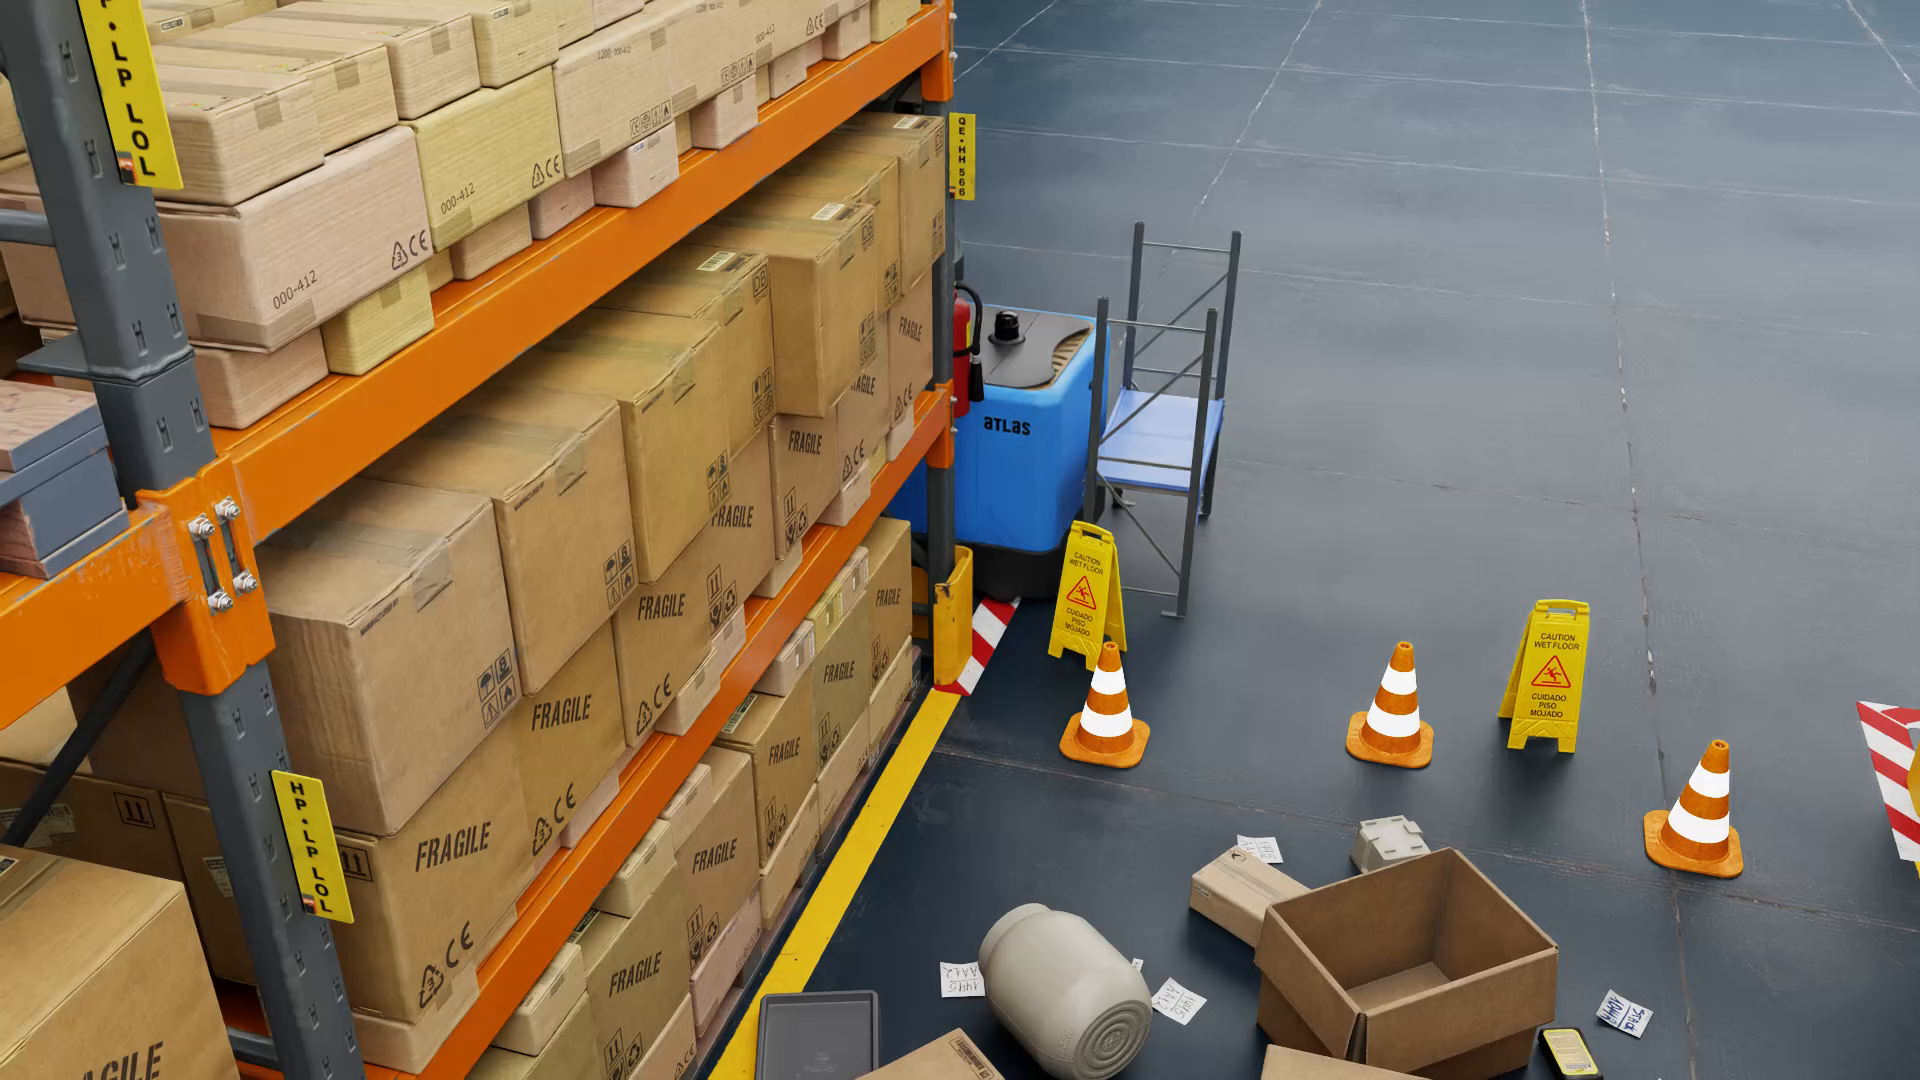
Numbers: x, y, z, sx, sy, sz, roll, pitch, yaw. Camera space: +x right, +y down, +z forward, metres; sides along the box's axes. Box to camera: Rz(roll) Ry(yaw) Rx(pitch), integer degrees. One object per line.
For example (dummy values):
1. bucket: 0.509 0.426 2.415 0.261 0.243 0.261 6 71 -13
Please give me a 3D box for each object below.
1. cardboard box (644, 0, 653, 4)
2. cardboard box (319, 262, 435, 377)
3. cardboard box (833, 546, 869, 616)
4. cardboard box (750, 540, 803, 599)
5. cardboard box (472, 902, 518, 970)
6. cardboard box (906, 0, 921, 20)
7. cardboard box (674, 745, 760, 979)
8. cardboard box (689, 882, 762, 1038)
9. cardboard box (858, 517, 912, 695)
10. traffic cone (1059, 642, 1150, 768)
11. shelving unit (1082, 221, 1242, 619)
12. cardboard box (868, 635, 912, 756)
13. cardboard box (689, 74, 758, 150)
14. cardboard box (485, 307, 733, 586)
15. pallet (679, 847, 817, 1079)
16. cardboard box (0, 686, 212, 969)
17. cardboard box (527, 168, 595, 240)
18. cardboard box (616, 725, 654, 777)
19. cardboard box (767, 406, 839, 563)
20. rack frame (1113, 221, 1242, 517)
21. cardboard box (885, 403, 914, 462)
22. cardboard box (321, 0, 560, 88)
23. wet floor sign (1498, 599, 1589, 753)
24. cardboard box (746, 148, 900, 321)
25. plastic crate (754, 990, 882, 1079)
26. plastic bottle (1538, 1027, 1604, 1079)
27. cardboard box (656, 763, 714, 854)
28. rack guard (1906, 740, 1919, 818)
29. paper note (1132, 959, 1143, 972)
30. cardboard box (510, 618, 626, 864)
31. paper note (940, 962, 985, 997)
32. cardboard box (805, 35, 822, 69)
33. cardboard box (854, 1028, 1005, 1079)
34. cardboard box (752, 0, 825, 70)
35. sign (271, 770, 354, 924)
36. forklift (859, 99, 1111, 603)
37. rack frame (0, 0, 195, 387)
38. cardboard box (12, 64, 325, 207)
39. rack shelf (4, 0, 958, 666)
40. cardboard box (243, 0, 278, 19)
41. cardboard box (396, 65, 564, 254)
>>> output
1. cardboard box: -0.908 -1.402 4.038 0.380 0.149 0.250 9 30 16
2. cardboard box: -1.231 -0.443 3.134 0.380 0.149 0.250 9 30 15
3. cardboard box: -0.545 0.119 5.908 0.380 0.149 0.250 9 30 16
4. cardboard box: -0.730 0.041 5.349 0.380 0.149 0.250 8 30 14
5. cardboard box: -1.267 0.866 3.867 0.380 0.149 0.250 9 30 16
6. cardboard box: -0.353 -1.873 5.704 0.380 0.149 0.250 9 30 15
7. cardboard box: -0.959 0.945 5.091 0.500 0.500 0.500 10 31 17
8. cardboard box: -0.960 1.267 5.283 0.500 0.250 0.500 8 30 14
9. cardboard box: -0.502 0.222 6.390 0.500 0.500 0.500 9 30 15
10. traffic cone: 0.591 0.615 6.669 0.336 0.463 0.334 8 30 15
11. shelving unit: 0.930 -0.573 7.726 0.538 1.500 1.048 8 30 11
12. cardboard box: -0.503 0.566 6.544 0.500 0.250 0.500 8 30 15
13. cardboard box: -0.762 -1.153 4.410 0.380 0.149 0.250 8 30 14
14. cardboard box: -1.010 -0.267 4.206 0.700 0.500 0.500 8 30 14
15. pallet: -1.171 1.314 5.671 1.003 0.211 1.213 8 30 15
16. cardboard box: -1.797 0.566 3.739 0.500 0.500 0.500 8 30 14
17. cardboard box: -1.066 -0.808 3.789 0.380 0.149 0.250 8 30 13
18. cardboard box: -1.063 0.500 4.525 0.380 0.149 0.250 8 30 15
19. cardboard box: -0.714 -0.296 5.287 0.500 0.500 0.500 8 30 15
20. rack frame: 1.052 -0.813 8.157 0.500 1.500 0.032 8 30 11
21. cardboard box: -0.390 -0.430 6.196 0.380 0.149 0.250 8 30 14
22. cardboard box: -1.048 -1.033 3.374 0.380 0.149 0.250 8 30 14
23. wet floor sign: 2.361 0.515 6.661 0.267 0.644 0.232 3 29 6
24. cardboard box: -0.613 -0.986 5.499 0.700 0.500 0.500 9 30 15
25. plastic crate: -0.445 1.645 5.211 0.402 0.080 0.583 -1 29 -3
26. plastic bottle: 1.928 1.653 5.216 0.133 0.061 0.283 -1 29 -3
27. cardboard box: -0.939 0.738 4.795 0.380 0.149 0.250 10 31 18
28. rack guard: 4.253 0.863 6.185 1.175 0.500 0.348 8 30 15
29. paper note: 0.591 1.459 5.618 0.032 0.001 0.123 8 30 15
30. cardboard box: -1.169 0.406 4.025 0.500 0.500 0.500 8 30 15
31. paper note: 0.008 1.470 5.577 0.142 0.019 0.148 -1 29 -3
32. cardboard box: -0.644 -1.526 5.080 0.380 0.149 0.250 9 30 15
33. cardboard box: -0.075 1.769 4.554 0.500 0.500 0.500 -17 34 -28
34. cardboard box: -0.705 -1.501 4.626 0.500 0.250 0.500 9 30 16
35. sign: -1.159 0.553 2.980 0.100 0.325 0.005 8 30 15
36. forklift: -0.841 -1.413 7.776 3.031 2.935 1.130 9 30 16
37. rack frame: -1.690 -1.640 1.942 1.000 3.000 0.127 8 30 15
38. cardboard box: -1.286 -0.668 2.718 0.380 0.149 0.250 8 30 14
39. rack shelf: -1.103 -0.945 4.517 1.077 0.370 4.000 8 30 15
40. cardboard box: -1.690 -1.126 3.541 0.380 0.149 0.250 9 30 16
41. cardboard box: -1.157 -0.800 3.366 0.500 0.250 0.500 8 30 14
